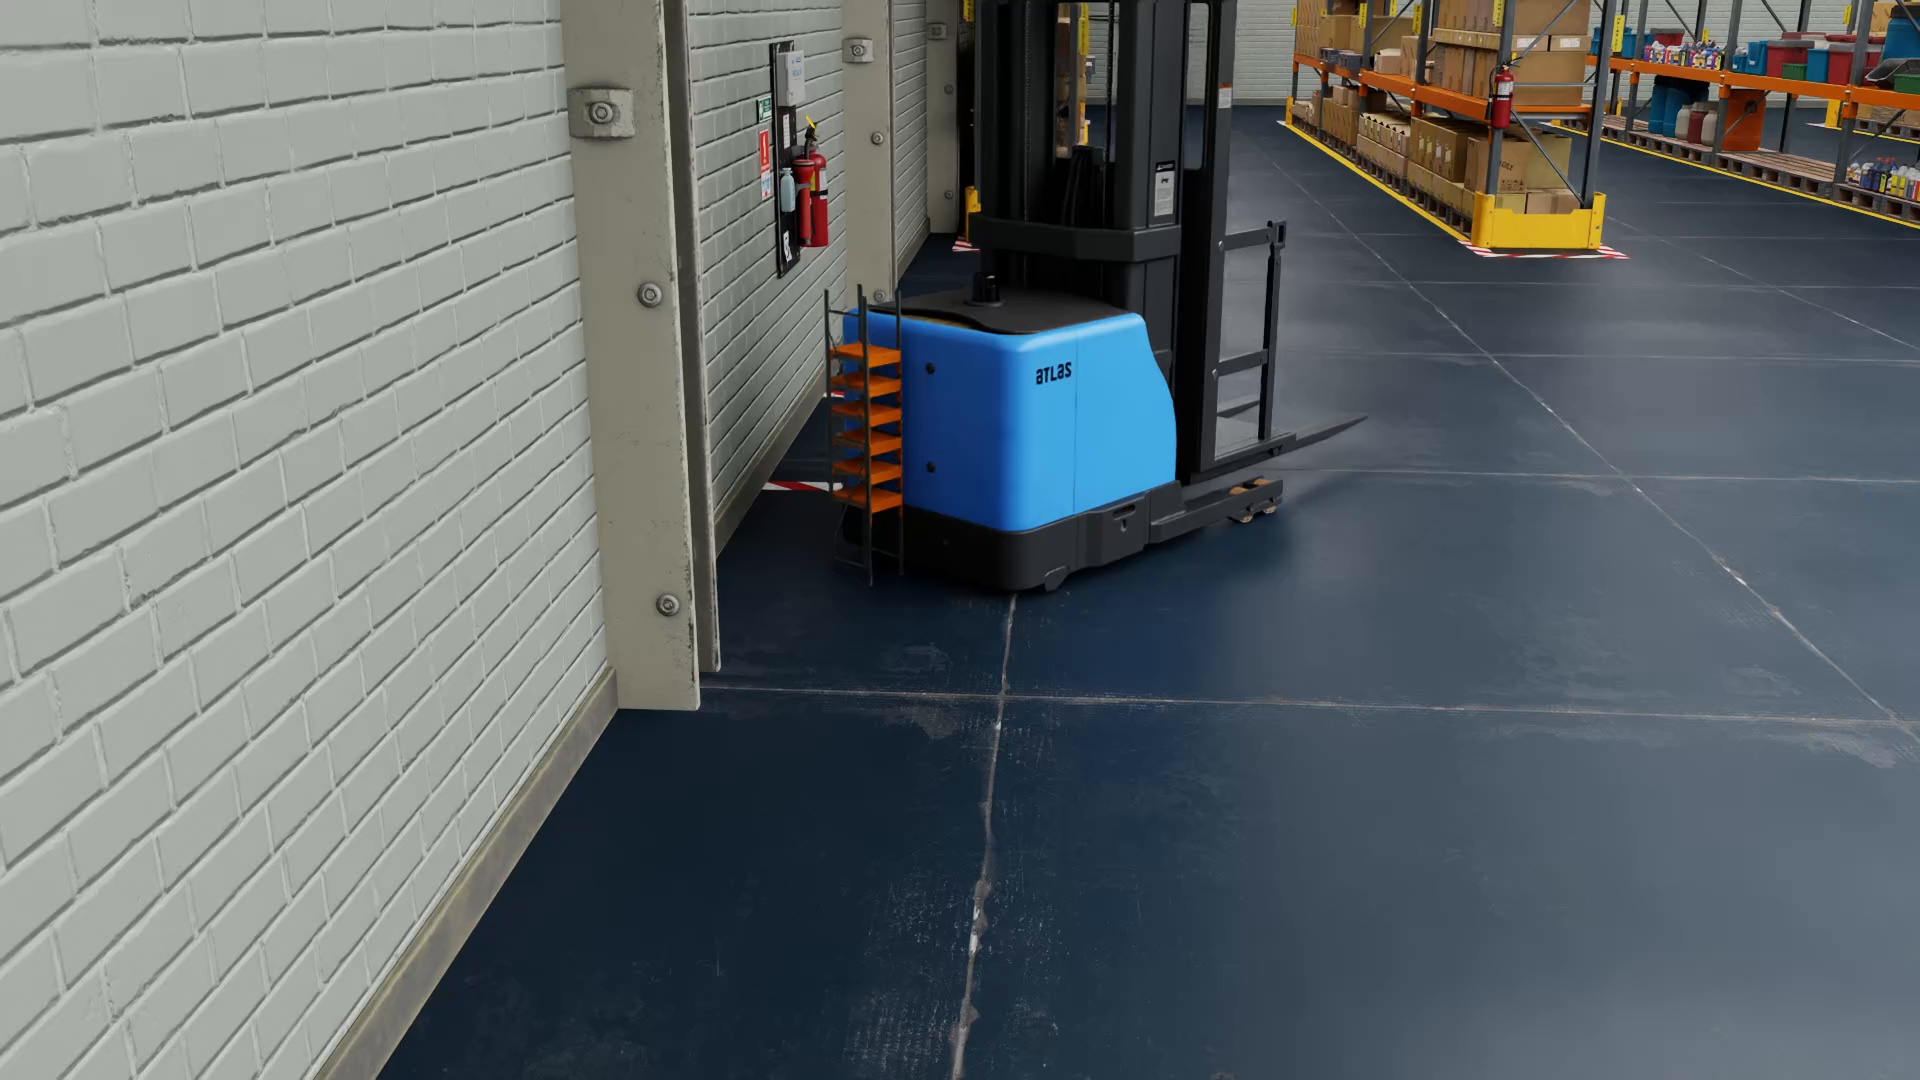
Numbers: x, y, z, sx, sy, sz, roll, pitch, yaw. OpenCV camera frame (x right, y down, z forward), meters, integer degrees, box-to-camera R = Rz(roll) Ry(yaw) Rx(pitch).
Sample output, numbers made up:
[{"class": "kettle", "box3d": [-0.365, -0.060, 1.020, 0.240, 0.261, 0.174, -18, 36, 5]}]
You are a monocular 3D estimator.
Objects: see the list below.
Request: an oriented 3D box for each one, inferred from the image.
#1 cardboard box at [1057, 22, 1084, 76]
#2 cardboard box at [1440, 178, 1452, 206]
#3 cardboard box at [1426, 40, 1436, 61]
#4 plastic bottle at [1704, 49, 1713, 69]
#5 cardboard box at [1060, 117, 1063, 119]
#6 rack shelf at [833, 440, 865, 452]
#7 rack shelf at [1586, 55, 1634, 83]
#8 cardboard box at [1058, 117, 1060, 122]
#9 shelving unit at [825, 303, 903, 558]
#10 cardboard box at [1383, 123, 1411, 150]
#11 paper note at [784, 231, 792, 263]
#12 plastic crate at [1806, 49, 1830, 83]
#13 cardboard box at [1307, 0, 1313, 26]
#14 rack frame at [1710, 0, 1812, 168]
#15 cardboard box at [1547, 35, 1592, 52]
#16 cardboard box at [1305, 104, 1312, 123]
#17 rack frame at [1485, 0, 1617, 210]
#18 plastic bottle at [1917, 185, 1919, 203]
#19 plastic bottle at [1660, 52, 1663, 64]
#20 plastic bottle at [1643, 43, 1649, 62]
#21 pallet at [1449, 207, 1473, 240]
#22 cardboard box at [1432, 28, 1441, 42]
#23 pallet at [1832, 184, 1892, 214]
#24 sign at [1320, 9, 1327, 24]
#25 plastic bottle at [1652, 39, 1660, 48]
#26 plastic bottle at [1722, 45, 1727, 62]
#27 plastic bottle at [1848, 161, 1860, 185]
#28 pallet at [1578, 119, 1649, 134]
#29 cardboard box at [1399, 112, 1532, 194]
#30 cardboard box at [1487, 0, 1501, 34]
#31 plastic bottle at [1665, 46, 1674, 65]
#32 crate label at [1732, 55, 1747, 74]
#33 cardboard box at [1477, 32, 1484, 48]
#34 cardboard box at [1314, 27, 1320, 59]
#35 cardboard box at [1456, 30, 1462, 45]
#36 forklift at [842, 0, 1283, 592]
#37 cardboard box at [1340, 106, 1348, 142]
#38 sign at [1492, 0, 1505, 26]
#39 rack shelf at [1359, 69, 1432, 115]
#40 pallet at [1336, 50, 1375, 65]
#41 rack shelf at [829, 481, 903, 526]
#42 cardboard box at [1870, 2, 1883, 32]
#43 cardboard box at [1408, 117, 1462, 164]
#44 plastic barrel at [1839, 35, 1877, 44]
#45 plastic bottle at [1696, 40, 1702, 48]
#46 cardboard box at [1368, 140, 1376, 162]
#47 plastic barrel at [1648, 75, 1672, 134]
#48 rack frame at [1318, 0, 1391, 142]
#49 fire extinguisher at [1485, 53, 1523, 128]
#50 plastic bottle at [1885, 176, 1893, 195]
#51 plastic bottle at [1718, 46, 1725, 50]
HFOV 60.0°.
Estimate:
[{"class": "cardboard box", "box3d": [0.973, -4.837, 16.373, 0.500, 0.500, 0.500, 1, 18, 4]}, {"class": "cardboard box", "box3d": [5.381, -3.669, 17.543, 0.500, 0.250, 0.500, 1, 18, 4]}, {"class": "cardboard box", "box3d": [5.976, -5.983, 20.705, 0.500, 0.500, 0.500, 3, 18, 8]}, {"class": "plastic bottle", "box3d": [10.754, -6.906, 23.889, 0.097, 0.271, 0.097, 0, 18, 0]}, {"class": "cardboard box", "box3d": [1.060, -5.525, 22.774, 0.700, 0.500, 0.500, 1, 18, 4]}, {"class": "rack shelf", "box3d": [-0.388, -0.398, 6.790, 0.199, 0.020, 0.166, 16, 24, 40]}, {"class": "rack shelf", "box3d": [11.524, -8.186, 28.744, 1.077, 0.370, 4.000, 1, 18, 4]}, {"class": "cardboard box", "box3d": [1.077, -5.703, 22.114, 0.500, 0.250, 0.500, 1, 18, 4]}, {"class": "shelving unit", "box3d": [-0.388, -0.422, 6.783, 0.258, 1.046, 0.183, 16, 24, 40]}, {"class": "cardboard box", "box3d": [5.679, -5.142, 21.140, 0.500, 0.311, 0.500, 1, 18, 4]}, {"class": "paper note", "box3d": [-0.901, -1.536, 8.707, 0.016, 0.148, 0.142, 1, 18, 4]}, {"class": "plastic crate", "box3d": [10.576, -5.764, 20.223, 0.392, 0.384, 0.575, 1, 18, 4]}, {"class": "cardboard box", "box3d": [6.326, -9.176, 28.843, 0.500, 0.500, 0.500, 1, 18, 3]}, {"class": "rack frame", "box3d": [11.094, -6.665, 22.945, 1.000, 3.000, 0.127, 1, 18, 4]}, {"class": "cardboard box", "box3d": [5.823, -4.764, 15.944, 0.380, 0.149, 0.250, 1, 18, 4]}, {"class": "cardboard box", "box3d": [6.252, -7.366, 28.698, 0.500, 0.311, 0.500, 1, 18, 4]}, {"class": "rack frame", "box3d": [5.580, -4.292, 15.703, 1.000, 3.000, 0.127, 1, 18, 4]}, {"class": "plastic bottle", "box3d": [10.205, -3.715, 17.599, 0.061, 0.283, 0.133, 2, 18, 5]}, {"class": "plastic bottle", "box3d": [10.891, -7.468, 25.715, 0.097, 0.201, 0.097, 0, 18, 0]}, {"class": "plastic bottle", "box3d": [10.929, -7.747, 26.436, 0.061, 0.283, 0.133, 1, 18, 4]}, {"class": "pallet", "box3d": [5.593, -3.205, 16.865, 1.003, 0.211, 1.213, 1, 18, 4]}, {"class": "cardboard box", "box3d": [5.654, -5.811, 19.136, 0.380, 0.149, 0.250, 1, 18, 4]}, {"class": "pallet", "box3d": [10.717, -3.889, 18.954, 1.003, 0.211, 1.213, 1, 18, 4]}, {"class": "sign", "box3d": [5.898, -8.440, 26.972, 0.100, 0.325, 0.005, 1, 18, 4]}, {"class": "plastic bottle", "box3d": [11.029, -7.769, 26.394, 0.144, 0.351, 0.185, 1, 18, 4]}, {"class": "plastic bottle", "box3d": [11.401, -7.210, 24.689, 0.144, 0.351, 0.185, 1, 18, 4]}, {"class": "plastic bottle", "box3d": [10.347, -4.246, 19.238, 0.097, 0.271, 0.097, 0, 18, 0]}, {"class": "pallet", "box3d": [11.479, -7.191, 29.030, 1.003, 0.211, 1.213, 1, 18, 4]}, {"class": "cardboard box", "box3d": [5.845, -4.787, 19.751, 1.050, 0.500, 7.447, 1, 18, 4]}, {"class": "cardboard box", "box3d": [5.662, -5.280, 16.476, 0.700, 0.500, 0.500, 1, 18, 2]}, {"class": "plastic bottle", "box3d": [10.901, -7.425, 25.465, 0.152, 0.276, 0.135, 1, 18, 4]}, {"class": "crate label", "box3d": [10.690, -6.463, 22.597, 0.303, 0.233, 0.416, 1, 18, 4]}, {"class": "cardboard box", "box3d": [5.491, -5.091, 16.940, 0.380, 0.149, 0.250, 2, 18, 6]}, {"class": "cardboard box", "box3d": [6.255, -8.387, 28.042, 0.500, 0.500, 0.500, 2, 18, 5]}, {"class": "cardboard box", "box3d": [5.566, -5.410, 17.915, 0.380, 0.149, 0.250, 1, 18, 2]}, {"class": "forklift", "box3d": [0.869, -1.566, 7.496, 1.130, 2.935, 3.031, 16, 24, 40]}, {"class": "cardboard box", "box3d": [6.024, -6.254, 25.000, 0.500, 0.500, 0.500, 1, 18, 2]}, {"class": "sign", "box3d": [5.040, -4.971, 15.536, 0.100, 0.325, 0.005, 1, 18, 4]}, {"class": "rack shelf", "box3d": [6.010, -5.813, 21.502, 1.077, 0.370, 4.000, 1, 18, 4]}, {"class": "pallet", "box3d": [6.288, -7.289, 25.159, 1.003, 0.211, 1.213, 1, 18, 4]}, {"class": "rack shelf", "box3d": [-0.388, -0.151, 6.871, 0.258, 0.103, 0.180, 16, 24, 40]}, {"class": "cardboard box", "box3d": [16.268, -9.167, 29.140, 0.500, 0.500, 0.500, 1, 18, 3]}, {"class": "cardboard box", "box3d": [5.521, -4.646, 19.322, 0.500, 0.500, 0.500, 1, 18, 4]}, {"class": "plastic barrel", "box3d": [11.147, -6.007, 20.720, 0.433, 0.535, 0.433, 0, 18, 0]}, {"class": "plastic bottle", "box3d": [11.497, -7.594, 25.860, 0.144, 0.351, 0.185, 1, 18, 4]}, {"class": "cardboard box", "box3d": [5.756, -5.195, 22.203, 0.500, 0.250, 0.500, 1, 18, 2]}, {"class": "plastic barrel", "box3d": [11.324, -6.941, 26.483, 0.600, 0.901, 0.708, 1, 18, 4]}, {"class": "rack frame", "box3d": [6.440, -8.019, 27.077, 1.000, 3.000, 0.127, 1, 18, 4]}, {"class": "fire extinguisher", "box3d": [5.108, -4.229, 15.635, 0.296, 0.674, 0.183, 1, 18, 4]}, {"class": "plastic bottle", "box3d": [10.278, -3.914, 18.338, 0.097, 0.201, 0.097, 0, 18, 0]}, {"class": "plastic bottle", "box3d": [11.603, -7.406, 25.408, 0.152, 0.276, 0.135, 1, 18, 4]}]
